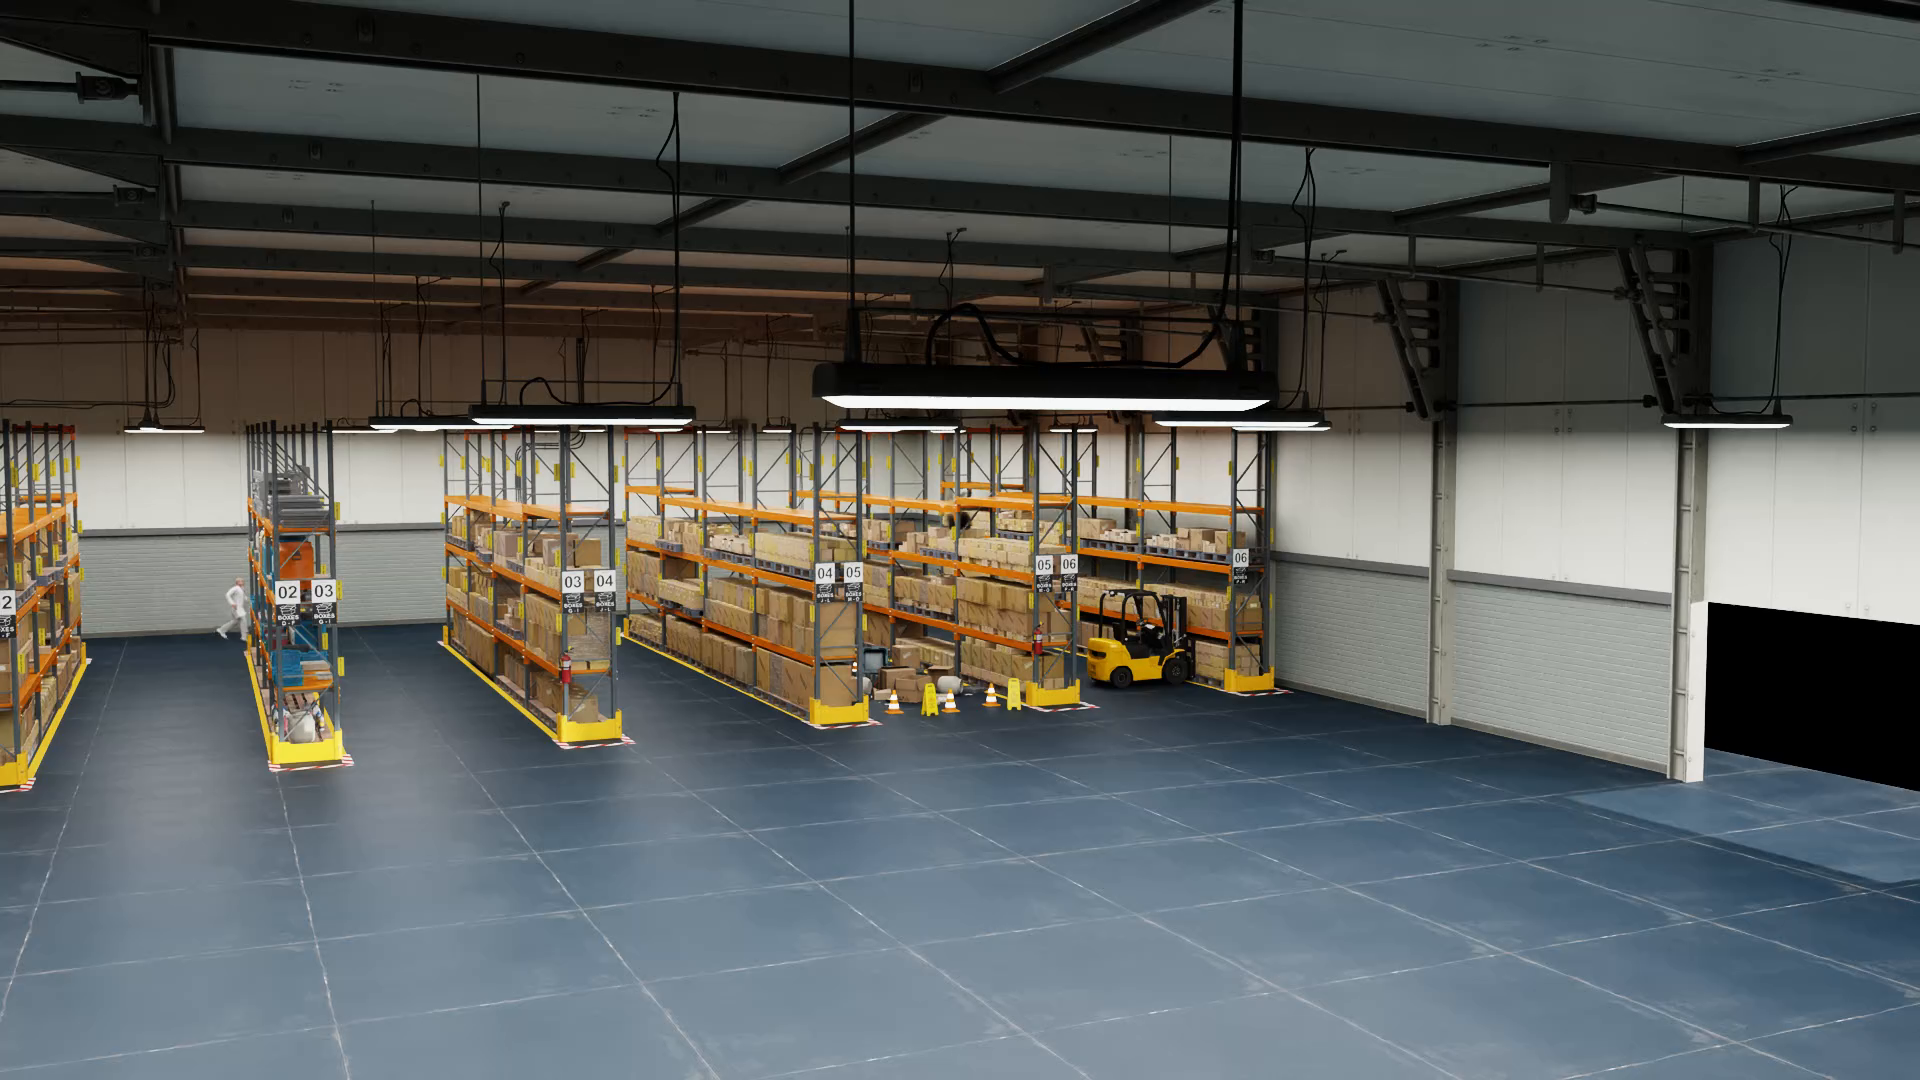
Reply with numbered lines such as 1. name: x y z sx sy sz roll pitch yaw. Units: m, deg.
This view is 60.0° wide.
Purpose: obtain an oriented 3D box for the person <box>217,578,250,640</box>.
1. person: -20.217 2.041 46.393 1.042 1.590 0.671 -1 4 -11
